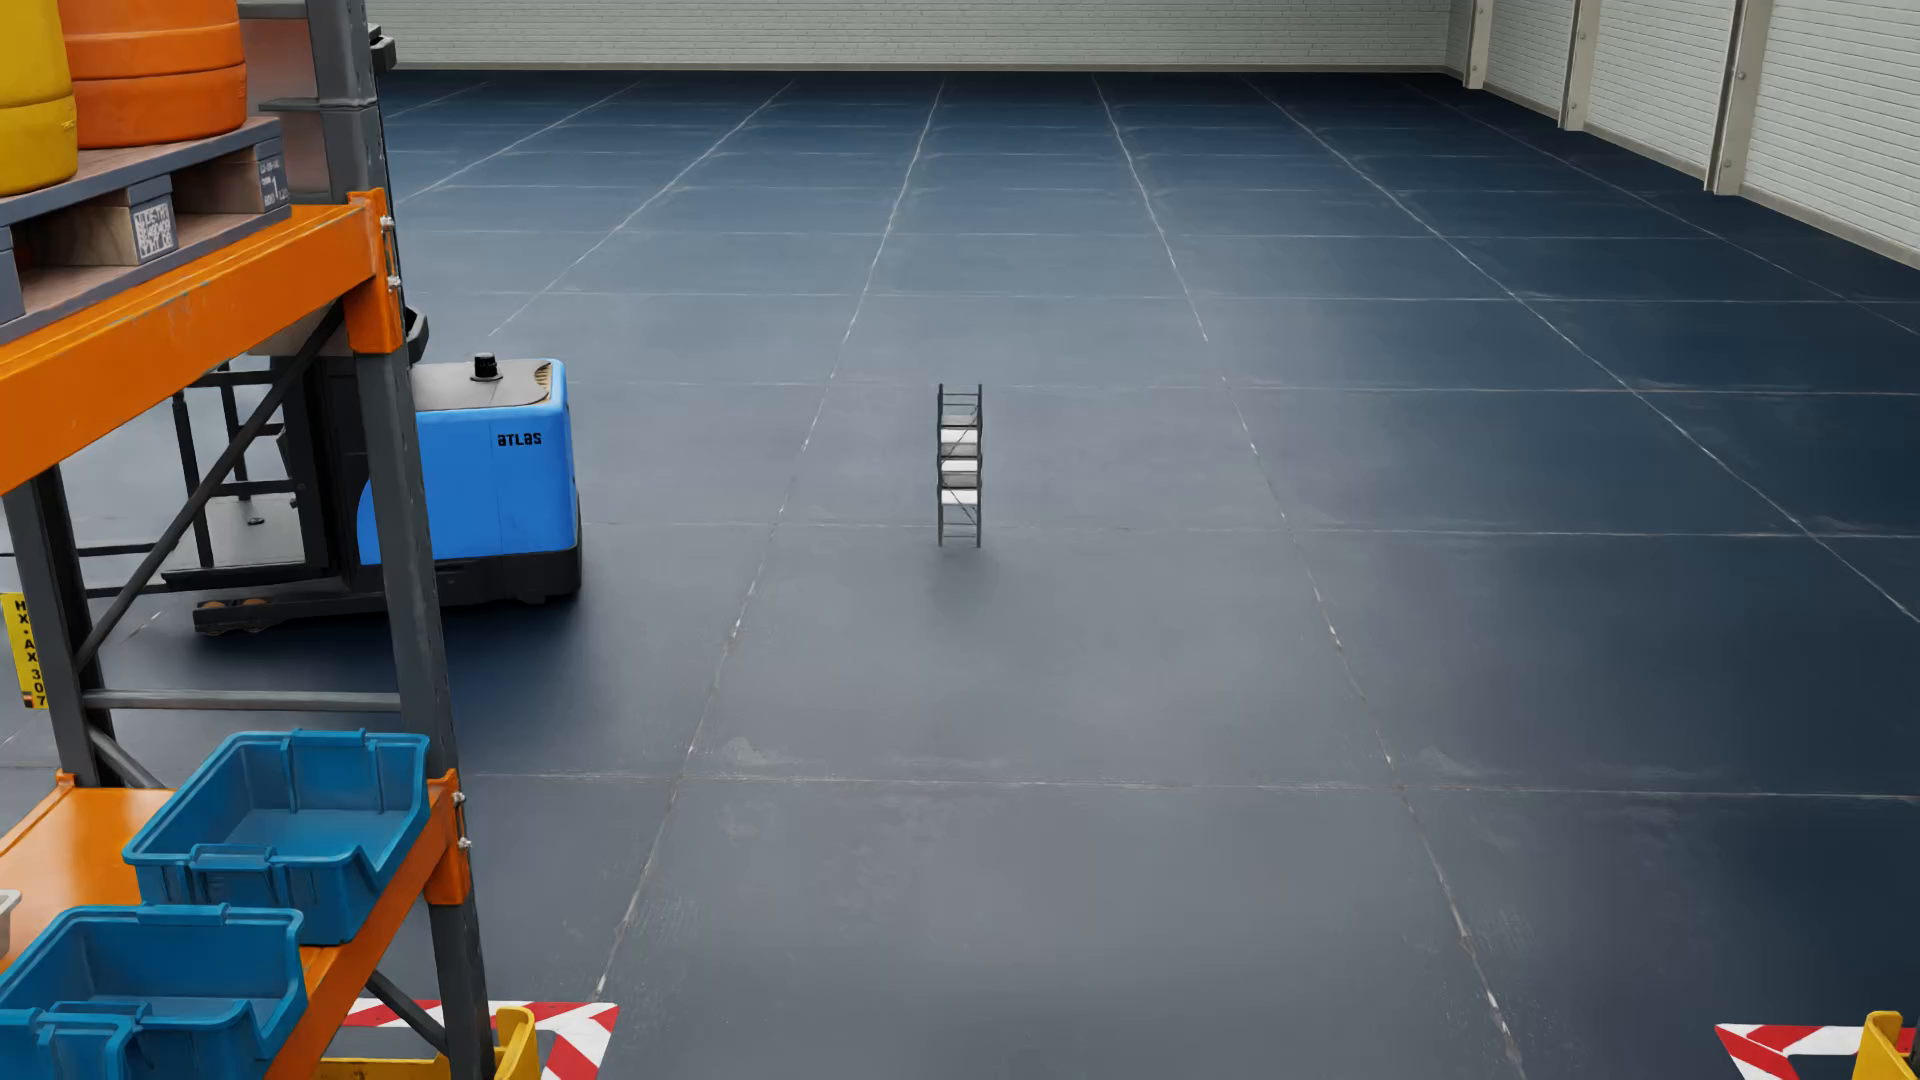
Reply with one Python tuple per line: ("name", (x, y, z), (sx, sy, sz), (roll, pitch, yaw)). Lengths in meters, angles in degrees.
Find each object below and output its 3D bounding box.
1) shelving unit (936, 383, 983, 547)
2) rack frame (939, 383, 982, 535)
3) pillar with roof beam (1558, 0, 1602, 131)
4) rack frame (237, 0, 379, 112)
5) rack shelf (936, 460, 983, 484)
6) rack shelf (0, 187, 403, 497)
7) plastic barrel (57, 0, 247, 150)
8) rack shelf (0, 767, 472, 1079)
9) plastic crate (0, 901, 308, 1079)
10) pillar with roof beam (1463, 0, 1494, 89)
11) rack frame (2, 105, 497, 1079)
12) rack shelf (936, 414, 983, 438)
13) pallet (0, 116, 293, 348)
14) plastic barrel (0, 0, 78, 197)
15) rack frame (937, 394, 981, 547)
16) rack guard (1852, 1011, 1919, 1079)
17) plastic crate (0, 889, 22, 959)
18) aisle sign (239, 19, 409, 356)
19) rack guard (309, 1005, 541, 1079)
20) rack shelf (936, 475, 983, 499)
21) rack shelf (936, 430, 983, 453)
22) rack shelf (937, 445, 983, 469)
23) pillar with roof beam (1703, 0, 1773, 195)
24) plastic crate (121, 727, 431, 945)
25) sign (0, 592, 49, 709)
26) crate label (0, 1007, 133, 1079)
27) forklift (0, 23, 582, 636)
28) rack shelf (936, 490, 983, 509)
("shelving unit", (0.000, -0.417, 9.359), (0.258, 0.900, 0.210), (1, 21, 2))
("rack frame", (0.003, -0.453, 9.453), (0.240, 0.900, 0.006), (1, 21, 2))
("pillar with roof beam", (5.343, -10.728, 24.738), (9.100, 9.000, 0.400), (1, 21, 2))
("rack frame", (-1.829, -2.375, 3.209), (1.000, 3.000, 0.127), (1, 21, 2))
("rack shelf", (0.000, -0.386, 9.371), (0.258, 0.077, 0.200), (1, 21, 2))
("rack shelf", (-1.890, 0.082, 2.018), (1.077, 0.370, 4.000), (1, 21, 2))
("plastic barrel", (-1.717, -1.195, 3.142), (0.600, 0.830, 0.708), (1, 21, 2))
("rack shelf", (-1.890, 1.481, 2.561), (1.077, 0.370, 4.000), (1, 21, 2))
("plastic crate", (-1.571, 0.910, 3.241), (0.499, 0.251, 0.408), (1, 21, 2))
("pillar with roof beam", (5.526, -12.897, 30.329), (9.100, 9.000, 0.400), (1, 21, 2))
("rack frame", (-1.829, 0.422, 4.294), (1.000, 3.000, 0.127), (1, 21, 2))
("rack shelf", (0.000, -0.637, 9.273), (0.258, 0.077, 0.200), (1, 21, 2))
("pallet", (-1.952, -0.590, 3.018), (1.003, 0.211, 1.213), (1, 21, 2))
("plastic barrel", (-1.737, -0.846, 2.576), (0.600, 0.588, 0.600), (0, 21, 0))
("rack frame", (-0.003, -0.380, 9.264), (0.240, 0.900, 0.006), (1, 21, 2))
("rack guard", (3.122, 1.635, 4.625), (1.175, 0.500, 0.348), (1, 21, 2))
("plastic crate", (-2.178, 0.865, 3.517), (0.298, 0.136, 0.250), (1, 21, 2))
("aisle sign", (-1.530, -0.813, 3.883), (0.394, 0.787, 0.004), (1, 21, 2))
("rack guard", (-1.785, 1.615, 4.674), (1.175, 0.500, 0.348), (1, 21, 2))
("rack shelf", (0.000, -0.302, 9.403), (0.258, 0.077, 0.200), (1, 21, 2))
("rack shelf", (0.000, -0.553, 9.306), (0.258, 0.077, 0.200), (1, 21, 2))
("rack shelf", (0.000, -0.469, 9.338), (0.258, 0.077, 0.200), (1, 21, 2))
("pillar with roof beam", (5.161, -8.559, 19.147), (9.100, 9.000, 0.400), (1, 21, 2))
("plastic crate", (-1.545, 0.676, 3.846), (0.499, 0.251, 0.616), (1, 21, 2))
("sign", (-2.379, 0.285, 4.264), (0.100, 0.325, 0.005), (1, 21, 2))
("crate label", (-1.615, 1.074, 2.565), (0.502, 0.435, 0.616), (1, 21, 2))
("forklift", (-3.553, -1.097, 8.305), (3.031, 2.935, 1.130), (-4, 22, -11))
("rack shelf", (0.000, -0.218, 9.436), (0.258, 0.077, 0.200), (1, 21, 2))
